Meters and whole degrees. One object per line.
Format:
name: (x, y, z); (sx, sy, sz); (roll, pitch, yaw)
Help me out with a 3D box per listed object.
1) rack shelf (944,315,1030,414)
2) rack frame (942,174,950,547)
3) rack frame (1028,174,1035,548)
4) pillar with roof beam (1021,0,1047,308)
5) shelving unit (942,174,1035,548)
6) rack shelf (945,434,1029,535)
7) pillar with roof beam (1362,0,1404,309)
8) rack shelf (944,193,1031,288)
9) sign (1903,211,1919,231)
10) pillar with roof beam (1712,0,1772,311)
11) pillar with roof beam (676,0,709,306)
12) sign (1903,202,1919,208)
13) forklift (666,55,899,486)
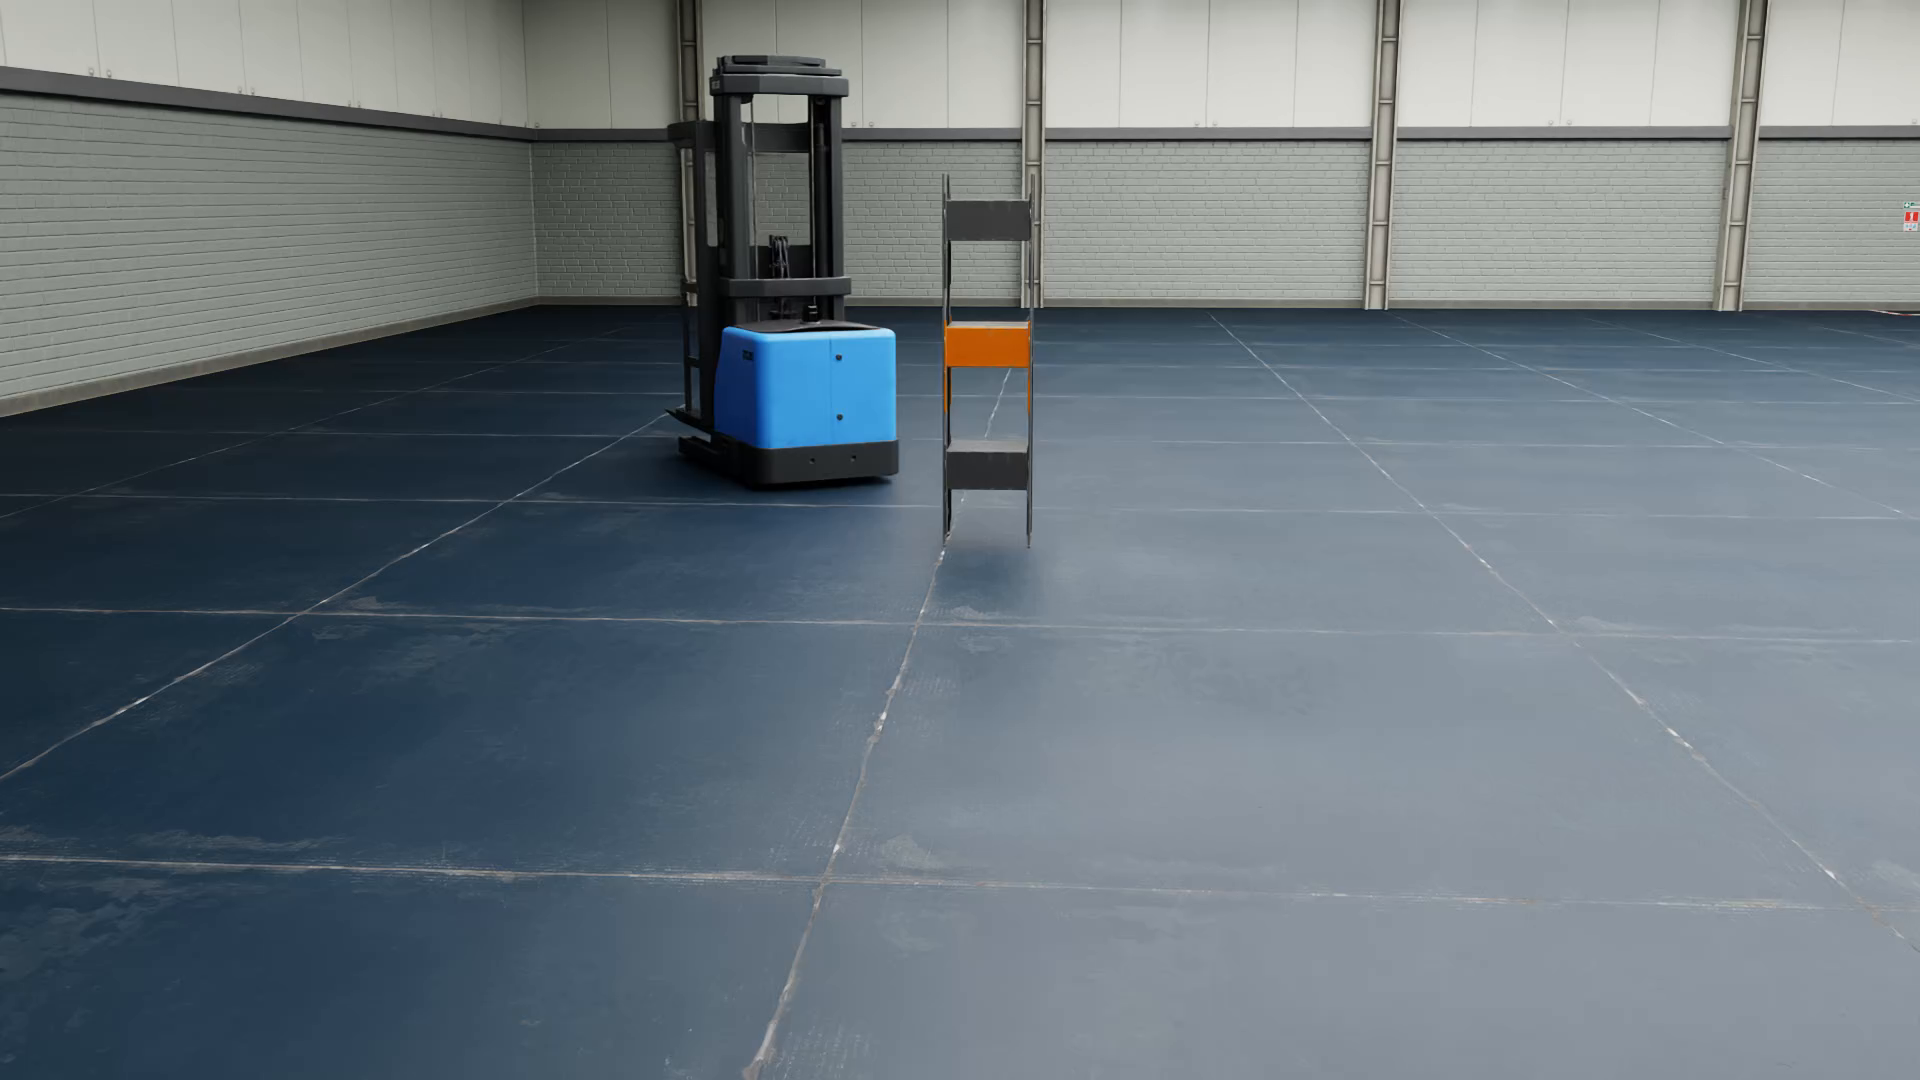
rack shelf: (0.165, -1.012, 9.545); (0.480, 0.518, 0.431); (1, 12, 4)
rack frame: (-0.078, -1.029, 9.558); (0.015, 2.100, 0.400); (1, 12, 4)
rack frame: (0.409, -1.022, 9.526); (0.015, 2.100, 0.400); (1, 12, 4)
pillar with roof beam: (0.994, -7.659, 24.404); (0.400, 9.000, 9.100); (1, 12, 4)
shelving unit: (0.165, -1.025, 9.542); (0.503, 2.100, 0.431); (1, 12, 4)
rack shelf: (0.165, -0.327, 9.688); (0.480, 0.518, 0.431); (1, 12, 4)
pillar with roof beam: (6.981, -7.577, 24.011); (0.400, 9.000, 9.100); (1, 12, 4)
rack shelf: (0.165, -1.697, 9.402); (0.480, 0.518, 0.431); (1, 12, 4)
sign: (16.234, -5.443, 28.377); (0.234, 0.329, 0.001); (1, 12, 4)
pillar with roof beam: (12.967, -7.495, 23.619); (0.400, 9.000, 9.100); (1, 12, 4)
pillar with roof beam: (-4.992, -7.741, 24.796); (0.400, 9.000, 9.100); (1, 12, 4)
sign: (16.238, -5.701, 28.314); (0.331, 0.109, 0.001); (1, 12, 4)
forklift: (-1.513, -2.061, 12.463); (1.130, 2.935, 3.031); (-5, 13, -25)
